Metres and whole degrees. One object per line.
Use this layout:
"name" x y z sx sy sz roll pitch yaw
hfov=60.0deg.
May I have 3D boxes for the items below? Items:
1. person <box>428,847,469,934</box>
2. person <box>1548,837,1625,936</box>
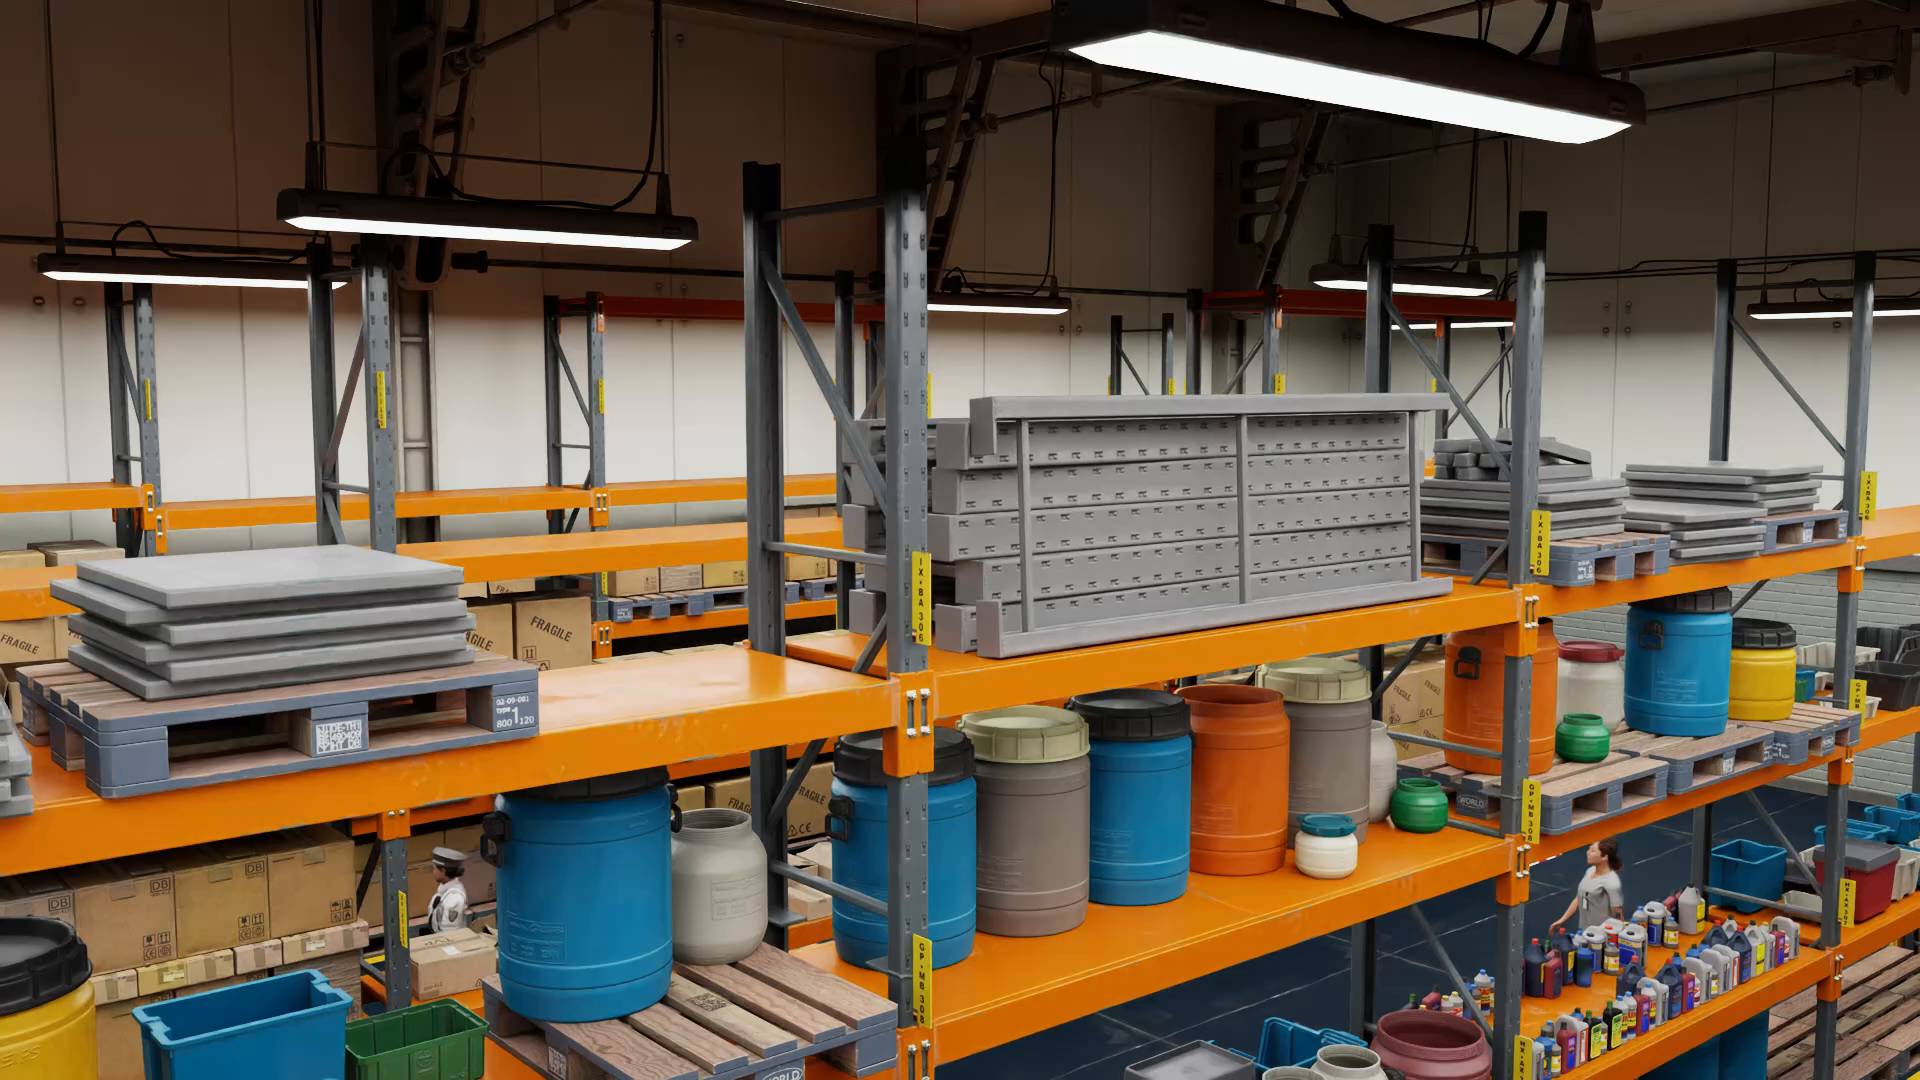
"person" -3.881 3.136 12.472 0.820 1.662 0.521 -3 6 -27
"person" 4.949 3.090 12.998 1.042 1.613 0.534 -1 6 -15
